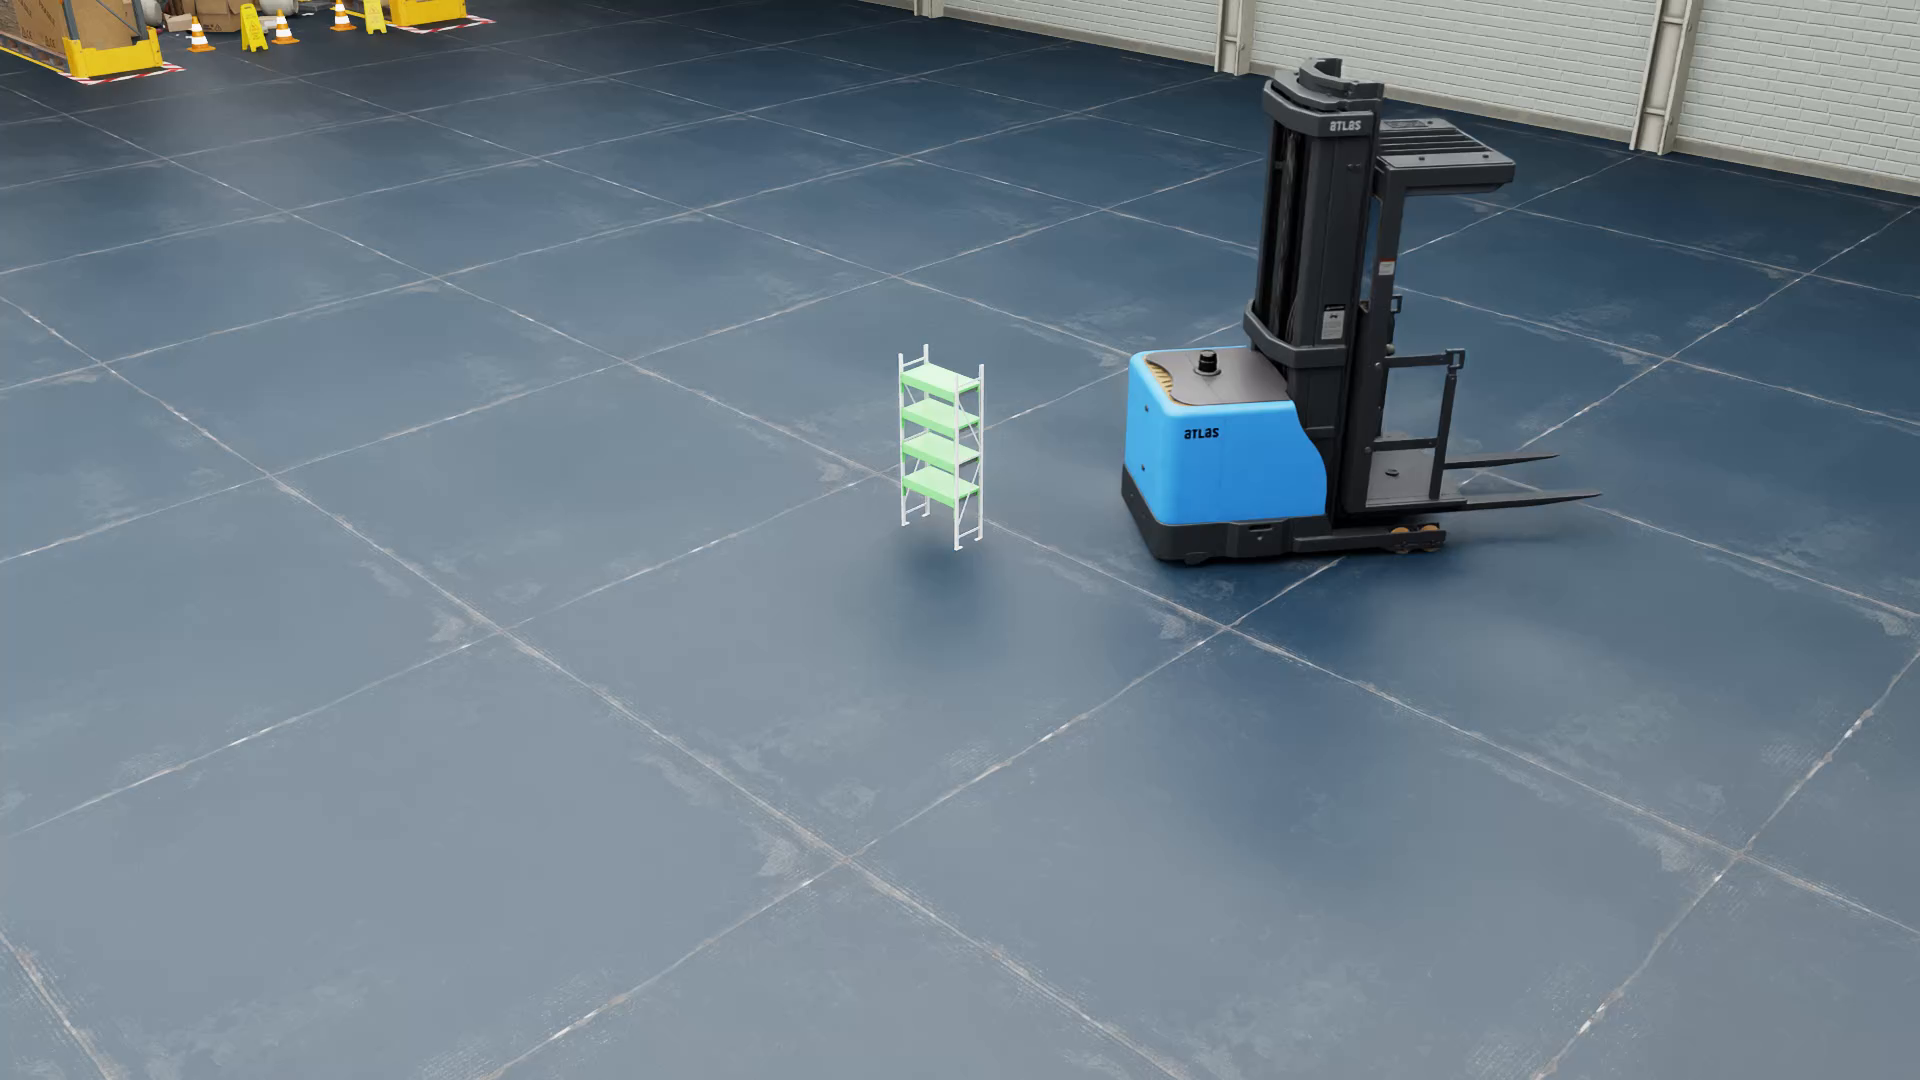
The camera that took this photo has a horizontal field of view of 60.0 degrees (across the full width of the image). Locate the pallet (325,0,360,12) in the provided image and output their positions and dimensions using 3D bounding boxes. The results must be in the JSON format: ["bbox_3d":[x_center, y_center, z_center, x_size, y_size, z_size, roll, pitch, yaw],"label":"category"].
[{"bbox_3d":[-9.859,-9.045,27.717,1.213,0.211,1.003,25,36,38],"label":"pallet"}]

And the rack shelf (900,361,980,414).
[{"bbox_3d":[-0.118,-0.953,10.373,0.480,0.148,0.258,25,36,38],"label":"rack shelf"}]

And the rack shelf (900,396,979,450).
[{"bbox_3d":[-0.118,-0.741,10.485,0.480,0.148,0.258,25,36,38],"label":"rack shelf"}]

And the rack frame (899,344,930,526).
[{"bbox_3d":[-0.292,-0.665,10.718,0.015,1.200,0.240,25,36,38],"label":"rack frame"}]

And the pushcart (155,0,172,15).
[{"bbox_3d":[-12.800,-8.951,27.360,0.936,0.377,1.648,12,30,22],"label":"pushcart"}]

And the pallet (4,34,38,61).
[{"bbox_3d":[-13.274,-7.302,24.404,1.213,0.211,1.003,25,36,38],"label":"pallet"}]

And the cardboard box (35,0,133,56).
[{"bbox_3d":[-12.313,-7.348,23.327,0.875,0.875,0.875,25,37,39],"label":"cardboard box"}]

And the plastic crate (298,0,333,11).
[{"bbox_3d":[-10.692,-8.808,27.408,0.583,0.080,0.402,12,30,22],"label":"plastic crate"}]

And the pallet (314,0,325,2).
[{"bbox_3d":[-10.733,-9.443,28.475,1.213,0.211,1.003,25,36,38],"label":"pallet"}]

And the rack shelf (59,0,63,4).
[{"bbox_3d":[-13.209,-8.238,23.960,4.000,0.370,1.077,25,36,38],"label":"rack shelf"}]

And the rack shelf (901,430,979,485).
[{"bbox_3d":[-0.118,-0.529,10.597,0.480,0.148,0.258,25,36,38],"label":"rack shelf"}]

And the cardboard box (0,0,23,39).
[{"bbox_3d":[-13.590,-7.933,24.439,0.875,0.875,0.875,25,37,39],"label":"cardboard box"}]

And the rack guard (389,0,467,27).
[{"bbox_3d":[-8.439,-8.498,26.367,0.348,0.500,1.175,25,36,38],"label":"rack guard"}]

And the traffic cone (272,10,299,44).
[{"bbox_3d":[-10.131,-7.689,24.869,0.334,0.463,0.336,25,36,38],"label":"traffic cone"}]

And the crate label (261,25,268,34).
[{"bbox_3d":[-10.735,-7.781,25.394,0.298,0.136,0.250,7,29,13],"label":"crate label"}]

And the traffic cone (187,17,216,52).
[{"bbox_3d":[-11.166,-7.425,24.367,0.334,0.463,0.336,25,36,38],"label":"traffic cone"}]

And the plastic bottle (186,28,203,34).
[{"bbox_3d":[-11.786,-7.819,25.548,0.283,0.061,0.133,12,30,22],"label":"plastic bottle"}]

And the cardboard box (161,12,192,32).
[{"bbox_3d":[-12.118,-8.049,25.765,0.396,0.266,0.258,-18,33,-31],"label":"cardboard box"}]

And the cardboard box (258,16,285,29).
[{"bbox_3d":[-10.735,-8.074,25.939,0.380,0.149,0.250,-7,29,-14],"label":"cardboard box"}]

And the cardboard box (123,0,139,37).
[{"bbox_3d":[-12.809,-7.937,25.299,0.500,0.500,0.500,-18,33,-31],"label":"cardboard box"}]

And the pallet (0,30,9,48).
[{"bbox_3d":[-14.148,-7.700,25.161,1.213,0.211,1.003,25,36,38],"label":"pallet"}]

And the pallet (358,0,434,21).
[{"bbox_3d":[-8.993,-8.647,26.961,1.213,0.211,1.003,25,36,38],"label":"pallet"}]

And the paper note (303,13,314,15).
[{"bbox_3d":[-10.543,-8.512,26.898,0.148,0.019,0.142,12,30,22],"label":"paper note"}]

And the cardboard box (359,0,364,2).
[{"bbox_3d":[-9.513,-8.894,26.938,0.500,0.250,0.500,25,37,39],"label":"cardboard box"}]

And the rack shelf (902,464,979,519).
[{"bbox_3d":[-0.118,-0.316,10.708,0.480,0.148,0.258,25,36,38],"label":"rack shelf"}]

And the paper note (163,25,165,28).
[{"bbox_3d":[-12.384,-8.055,26.038,0.172,0.023,0.155,-13,30,-22],"label":"paper note"}]

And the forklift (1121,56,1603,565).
[{"bbox_3d":[2.644,-1.448,10.349,3.031,2.935,1.130,-4,28,-8],"label":"forklift"}]

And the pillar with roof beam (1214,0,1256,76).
[{"bbox_3d":[0.767,-9.065,18.314,0.400,9.000,9.100,25,36,38],"label":"pillar with roof beam"}]

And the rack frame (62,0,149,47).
[{"bbox_3d":[-11.783,-7.903,22.551,0.127,3.000,1.000,25,36,38],"label":"rack frame"}]

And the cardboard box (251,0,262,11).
[{"bbox_3d":[-11.427,-8.978,27.278,0.500,0.500,0.500,-3,28,-5],"label":"cardboard box"}]

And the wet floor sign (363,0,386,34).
[{"bbox_3d":[-8.999,-8.120,25.493,0.267,0.644,0.232,-13,30,-22],"label":"wet floor sign"}]

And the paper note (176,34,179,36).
[{"bbox_3d":[-11.960,-7.719,25.412,0.032,0.001,0.123,-7,29,-14],"label":"paper note"}]

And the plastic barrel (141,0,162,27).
[{"bbox_3d":[-12.751,-8.207,25.897,0.512,0.421,0.421,-3,28,-5],"label":"plastic barrel"}]

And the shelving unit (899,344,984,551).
[{"bbox_3d":[-0.118,-0.585,10.567,0.503,1.200,0.258,25,36,38],"label":"shelving unit"}]

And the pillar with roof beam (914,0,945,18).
[{"bbox_3d":[-3.512,-11.023,22.037,0.400,9.000,9.100,25,36,38],"label":"pillar with roof beam"}]

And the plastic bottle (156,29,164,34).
[{"bbox_3d":[-12.354,-7.793,25.498,0.133,0.061,0.283,12,30,22],"label":"plastic bottle"}]

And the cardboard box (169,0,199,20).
[{"bbox_3d":[-12.085,-8.570,26.355,0.503,0.637,0.797,25,36,38],"label":"cardboard box"}]

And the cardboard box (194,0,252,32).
[{"bbox_3d":[-11.412,-8.207,25.811,0.637,0.503,0.797,2,28,4],"label":"cardboard box"}]

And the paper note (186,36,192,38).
[{"bbox_3d":[-11.681,-7.650,25.261,0.144,0.017,0.142,-13,30,-22],"label":"paper note"}]

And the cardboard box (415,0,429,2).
[{"bbox_3d":[-8.766,-8.903,26.955,0.500,0.250,0.500,24,36,38],"label":"cardboard box"}]

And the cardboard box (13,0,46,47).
[{"bbox_3d":[-12.942,-7.635,23.872,0.875,0.875,0.875,24,36,38],"label":"cardboard box"}]

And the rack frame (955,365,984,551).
[{"bbox_3d":[0.056,-0.505,10.415,0.015,1.200,0.240,25,36,38],"label":"rack frame"}]

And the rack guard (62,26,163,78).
[{"bbox_3d":[-11.766,-6.789,23.118,0.348,0.500,1.175,25,36,38],"label":"rack guard"}]

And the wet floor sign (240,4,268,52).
[{"bbox_3d":[-10.374,-7.509,24.331,0.232,0.644,0.267,18,33,30],"label":"wet floor sign"}]

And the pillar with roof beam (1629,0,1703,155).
[{"bbox_3d":[5.045,-7.107,14.591,0.400,9.000,9.100,25,36,38],"label":"pillar with roof beam"}]

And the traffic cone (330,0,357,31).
[{"bbox_3d":[-9.596,-8.169,25.781,0.334,0.463,0.336,25,36,38],"label":"traffic cone"}]

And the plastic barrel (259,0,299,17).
[{"bbox_3d":[-10.919,-8.610,26.664,0.512,0.421,0.421,-3,28,-5],"label":"plastic barrel"}]

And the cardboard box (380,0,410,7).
[{"bbox_3d":[-9.167,-8.730,26.627,0.500,0.250,0.500,24,36,38],"label":"cardboard box"}]

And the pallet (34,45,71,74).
[{"bbox_3d":[-12.408,-6.904,23.647,1.213,0.211,1.003,25,36,38],"label":"pallet"}]
